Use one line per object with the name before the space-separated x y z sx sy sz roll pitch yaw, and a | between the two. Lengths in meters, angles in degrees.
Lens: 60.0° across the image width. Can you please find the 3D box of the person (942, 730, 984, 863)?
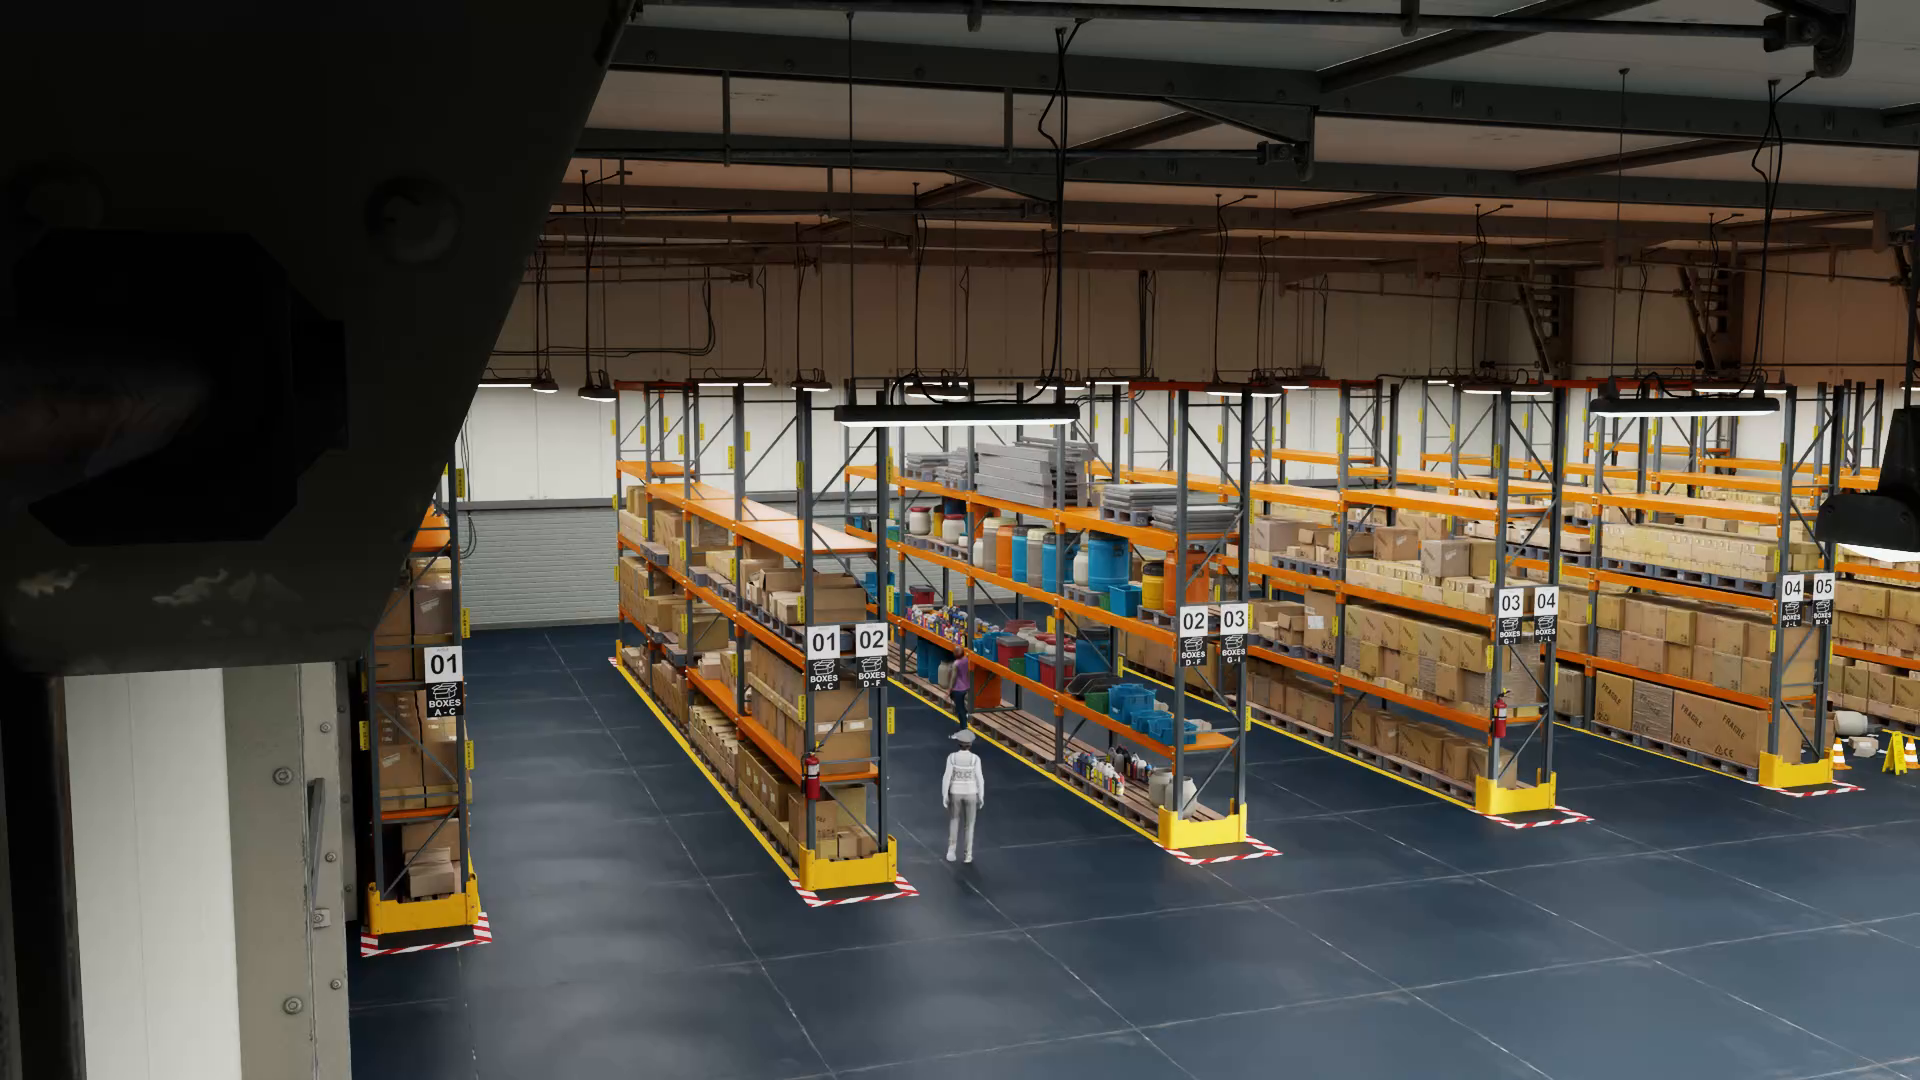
person | 0.038 3.251 21.101 0.492 1.684 0.445 1 6 13

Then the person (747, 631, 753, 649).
person | -4.462 1.920 34.454 0.391 1.593 0.503 0 6 -4

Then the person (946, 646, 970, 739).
person | -0.042 2.552 28.280 0.525 1.584 0.577 2 7 22
